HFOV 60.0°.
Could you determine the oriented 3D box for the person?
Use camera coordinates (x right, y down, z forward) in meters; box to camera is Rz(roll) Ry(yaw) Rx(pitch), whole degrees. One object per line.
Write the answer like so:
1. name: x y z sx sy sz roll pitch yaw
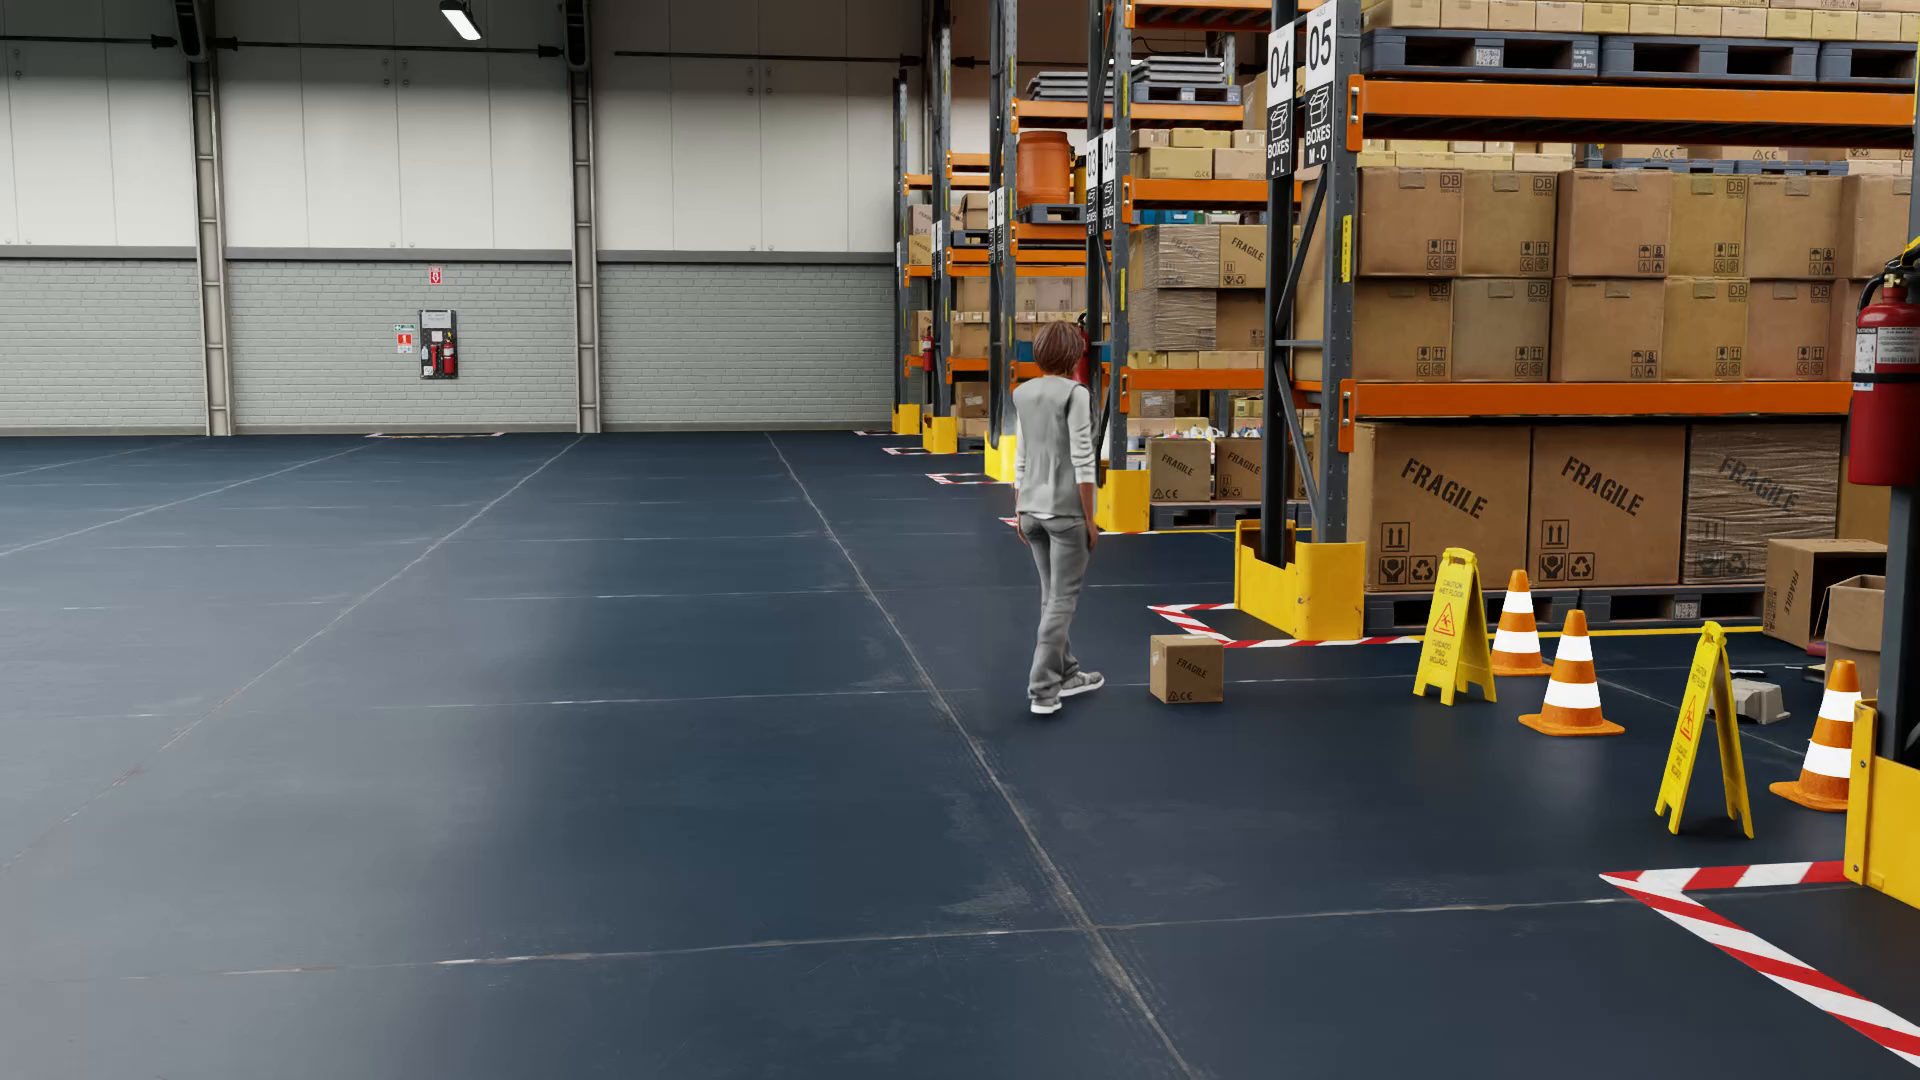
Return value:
1. person: 0.451 -0.105 6.848 0.602 1.588 0.419 -6 9 -44
